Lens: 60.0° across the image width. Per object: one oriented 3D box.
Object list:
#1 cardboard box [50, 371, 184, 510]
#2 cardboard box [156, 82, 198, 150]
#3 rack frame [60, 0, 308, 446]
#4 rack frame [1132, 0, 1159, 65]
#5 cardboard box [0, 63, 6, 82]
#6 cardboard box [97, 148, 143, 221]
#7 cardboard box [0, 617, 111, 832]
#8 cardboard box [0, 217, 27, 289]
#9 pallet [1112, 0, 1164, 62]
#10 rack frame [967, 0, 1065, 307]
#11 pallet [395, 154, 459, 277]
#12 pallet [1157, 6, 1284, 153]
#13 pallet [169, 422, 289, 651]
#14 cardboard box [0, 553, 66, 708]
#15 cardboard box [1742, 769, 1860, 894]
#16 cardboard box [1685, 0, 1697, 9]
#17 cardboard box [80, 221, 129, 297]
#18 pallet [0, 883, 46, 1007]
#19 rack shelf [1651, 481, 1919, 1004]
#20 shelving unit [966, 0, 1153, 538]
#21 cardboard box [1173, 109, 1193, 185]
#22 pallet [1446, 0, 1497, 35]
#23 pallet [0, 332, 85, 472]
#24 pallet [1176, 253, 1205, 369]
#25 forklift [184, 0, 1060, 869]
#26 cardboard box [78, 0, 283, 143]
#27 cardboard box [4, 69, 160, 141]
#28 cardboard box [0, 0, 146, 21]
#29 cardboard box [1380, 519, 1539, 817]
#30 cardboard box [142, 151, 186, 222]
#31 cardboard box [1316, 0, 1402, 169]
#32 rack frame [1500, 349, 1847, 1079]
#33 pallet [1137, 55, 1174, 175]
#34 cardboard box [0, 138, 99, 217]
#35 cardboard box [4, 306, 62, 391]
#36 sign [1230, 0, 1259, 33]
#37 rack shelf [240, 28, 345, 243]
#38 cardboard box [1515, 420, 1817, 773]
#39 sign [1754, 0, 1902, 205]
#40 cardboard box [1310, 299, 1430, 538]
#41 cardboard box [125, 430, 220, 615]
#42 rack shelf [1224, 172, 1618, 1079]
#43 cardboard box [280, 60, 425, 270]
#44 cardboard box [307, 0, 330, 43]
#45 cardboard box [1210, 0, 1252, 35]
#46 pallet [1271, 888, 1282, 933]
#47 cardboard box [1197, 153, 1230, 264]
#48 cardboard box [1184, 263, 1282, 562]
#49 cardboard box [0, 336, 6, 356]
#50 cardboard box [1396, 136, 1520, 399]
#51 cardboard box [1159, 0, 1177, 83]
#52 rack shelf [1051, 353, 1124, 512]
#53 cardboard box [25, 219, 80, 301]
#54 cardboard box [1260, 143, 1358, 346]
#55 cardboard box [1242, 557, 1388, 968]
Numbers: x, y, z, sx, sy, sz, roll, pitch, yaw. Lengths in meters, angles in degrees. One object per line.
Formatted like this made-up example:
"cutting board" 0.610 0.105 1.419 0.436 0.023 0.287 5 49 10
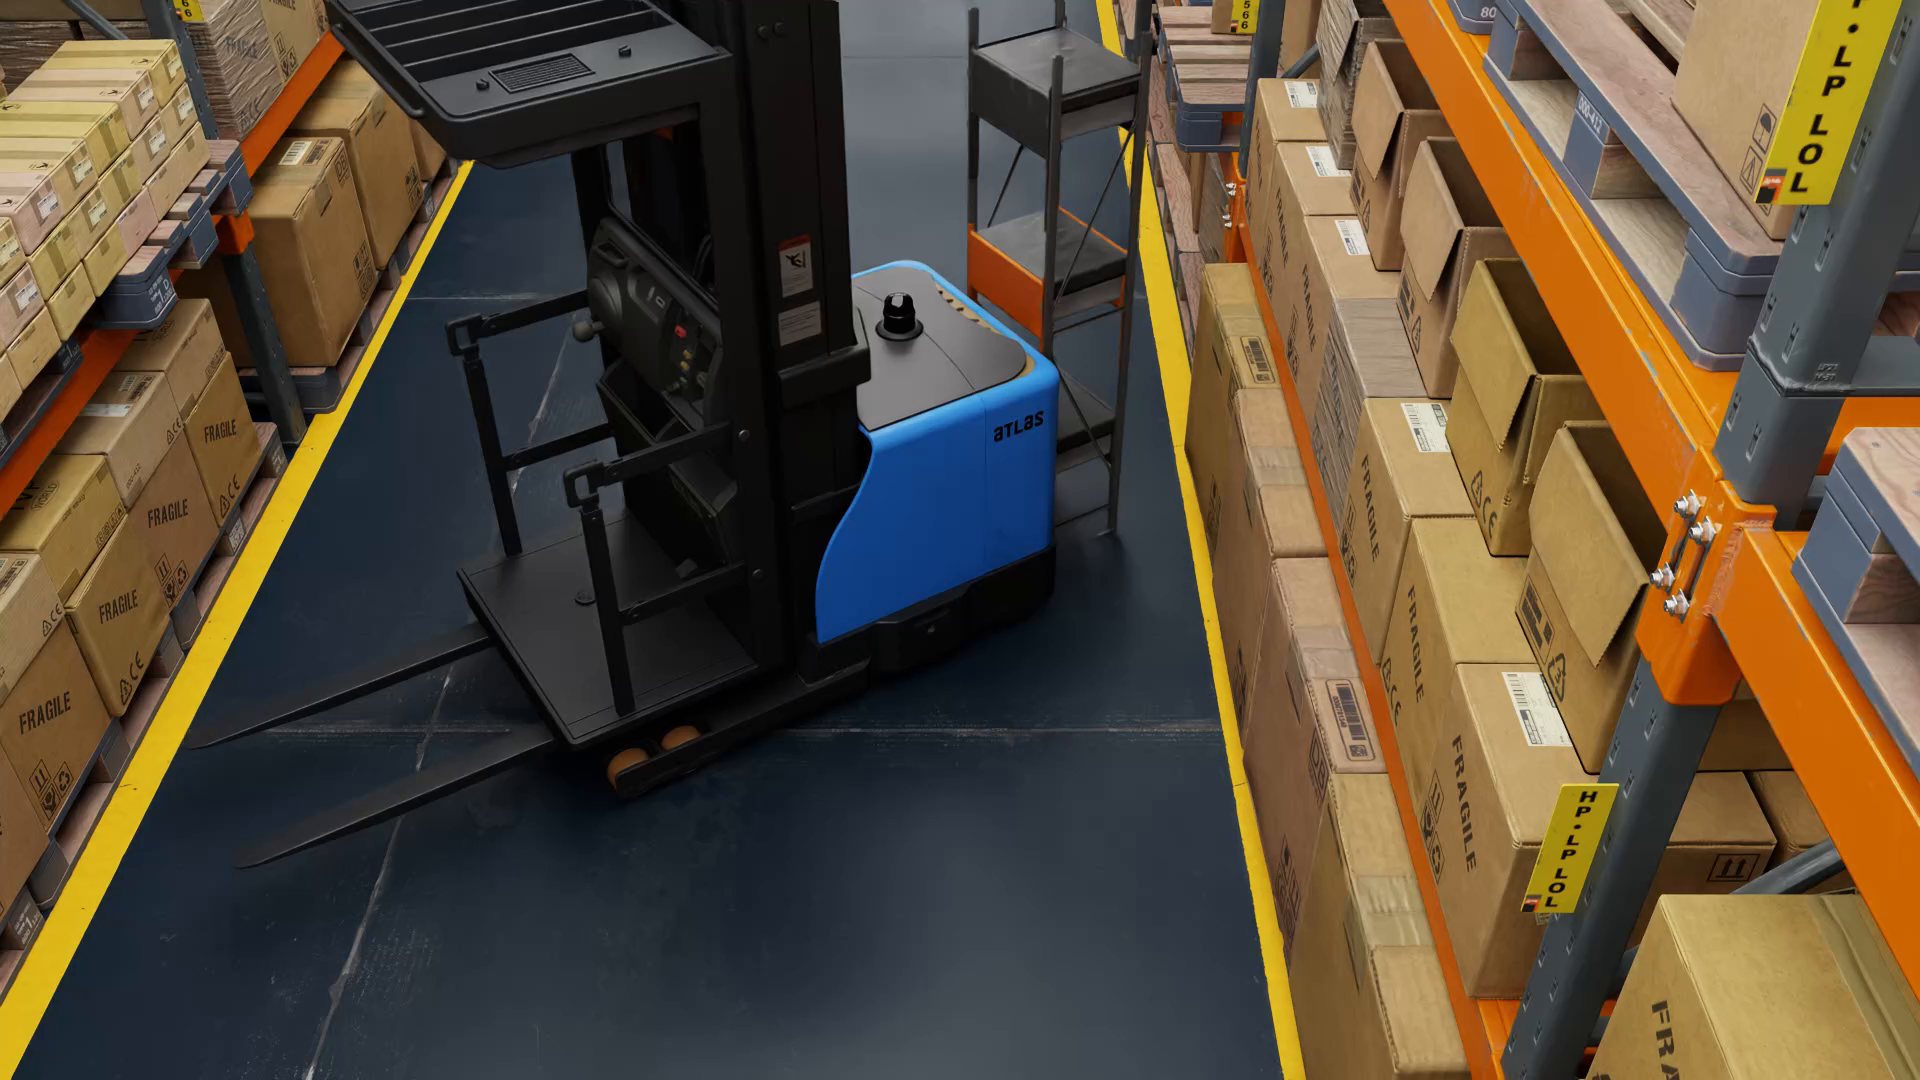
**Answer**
"cardboard box" -3.110 -0.356 5.859 0.500 0.250 0.500 0 39 1
"cardboard box" -2.928 -1.492 5.840 0.380 0.149 0.250 1 39 1
"rack frame" -3.384 -1.618 6.371 1.000 3.000 0.127 0 39 0
"rack frame" 1.571 -4.060 9.418 1.000 3.000 0.127 0 39 0
"cardboard box" -3.577 -1.624 5.768 0.380 0.149 0.250 0 39 0
"cardboard box" -2.923 -1.160 5.426 0.380 0.149 0.250 1 39 1
"cardboard box" -3.131 0.574 5.298 0.500 0.500 0.500 1 39 1
"cardboard box" -2.926 -0.801 4.741 0.380 0.149 0.250 2 39 2
"pallet" 1.535 -3.392 10.814 1.003 0.211 1.213 0 39 0
"rack frame" 0.199 -1.048 6.378 0.400 2.100 0.015 -22 44 -25
"pallet" -3.308 -1.784 8.808 1.003 0.211 1.213 0 39 0
"pallet" 1.469 -1.929 6.912 1.213 0.211 1.003 0 39 0
"pallet" -3.385 -0.041 6.633 1.003 0.211 1.213 0 39 0
"cardboard box" -3.115 0.288 5.056 0.500 0.250 0.500 1 39 2
"cardboard box" 1.830 0.616 3.503 0.500 0.500 0.500 0 39 0
"cardboard box" 1.669 -1.043 2.990 0.500 0.311 0.500 -1 39 -2
"cardboard box" -2.928 -0.904 5.344 0.380 0.149 0.250 -1 39 -1
"pallet" -3.382 1.484 4.729 1.003 0.211 1.213 0 39 0
"rack shelf" 1.583 1.304 0.901 1.077 0.370 4.000 0 39 0
"shelving unit" 0.333 -0.920 6.219 0.431 2.100 0.503 -22 44 -25
"cardboard box" 1.533 -2.224 8.774 0.700 0.500 0.500 -3 39 -4
"pallet" 1.634 -1.553 4.042 1.003 0.211 1.213 2 39 2
"pallet" -3.341 -0.305 4.886 1.003 0.211 1.213 0 39 0
"pallet" 1.577 -0.959 7.778 1.003 0.211 1.213 0 39 0
"forklift" -1.149 -0.649 5.216 3.031 2.935 1.130 -22 44 -25
"cardboard box" -3.115 -1.938 6.690 0.500 0.500 0.500 0 39 0
"cardboard box" -2.927 -1.453 5.554 0.380 0.149 0.250 0 39 -1
"cardboard box" -3.375 -2.328 6.377 0.700 0.500 0.500 0 39 0
"cardboard box" 1.313 0.302 3.894 0.500 0.500 0.500 1 39 1
"cardboard box" -2.925 -1.221 5.740 0.380 0.149 0.250 0 39 0
"cardboard box" 1.561 -1.532 5.381 0.797 0.503 0.637 1 39 1
"rack frame" 1.581 0.943 3.175 1.000 3.000 0.127 0 39 0
"pallet" 1.574 -2.485 9.682 1.003 0.211 1.213 0 39 0
"cardboard box" -2.923 -1.122 5.141 0.380 0.149 0.250 1 39 1
"cardboard box" -2.928 -0.574 4.932 0.380 0.149 0.250 1 39 1
"sign" 1.033 -1.973 5.951 0.100 0.325 0.005 0 39 0
"rack shelf" -3.386 -2.588 8.156 1.077 0.370 4.000 0 39 0
"cardboard box" 1.572 0.113 3.328 0.797 0.503 0.637 -1 39 -1
"sign" 1.038 -0.546 1.969 0.100 0.325 0.005 0 39 0
"cardboard box" 1.310 -0.338 4.693 0.500 0.500 0.500 0 39 0
"cardboard box" -3.125 -0.071 6.103 0.500 0.500 0.500 1 39 2
"rack shelf" 1.578 -0.027 4.961 1.077 0.370 4.000 0 39 0
"cardboard box" -3.299 -1.832 8.100 1.050 0.750 0.750 1 39 1
"cardboard box" -3.118 -2.572 7.480 0.500 0.500 0.500 0 39 0
"cardboard box" 1.435 -2.448 6.991 0.700 0.500 0.500 5 39 7
"pallet" 1.500 0.784 5.603 1.003 0.211 1.213 0 39 0
"cardboard box" 1.542 -1.521 7.896 0.700 0.500 0.500 -3 39 -4
"cardboard box" 1.556 -0.462 6.291 1.225 0.875 0.875 -2 39 -2
"cardboard box" -2.924 -0.523 4.632 0.380 0.149 0.250 -1 39 -1
"cardboard box" 1.566 -0.705 4.349 0.797 0.503 0.637 1 39 1
"cardboard box" 1.551 -2.872 9.583 0.700 0.500 0.500 -3 39 -4
"rack shelf" 0.333 -0.363 6.665 0.431 0.518 0.480 -22 44 -25
"cardboard box" -2.925 -0.848 5.037 0.380 0.149 0.250 0 39 0
"cardboard box" 1.307 -0.971 5.483 0.500 0.500 0.500 -1 39 -1
"cardboard box" 1.558 0.649 4.905 1.225 0.875 0.875 -1 39 -2
